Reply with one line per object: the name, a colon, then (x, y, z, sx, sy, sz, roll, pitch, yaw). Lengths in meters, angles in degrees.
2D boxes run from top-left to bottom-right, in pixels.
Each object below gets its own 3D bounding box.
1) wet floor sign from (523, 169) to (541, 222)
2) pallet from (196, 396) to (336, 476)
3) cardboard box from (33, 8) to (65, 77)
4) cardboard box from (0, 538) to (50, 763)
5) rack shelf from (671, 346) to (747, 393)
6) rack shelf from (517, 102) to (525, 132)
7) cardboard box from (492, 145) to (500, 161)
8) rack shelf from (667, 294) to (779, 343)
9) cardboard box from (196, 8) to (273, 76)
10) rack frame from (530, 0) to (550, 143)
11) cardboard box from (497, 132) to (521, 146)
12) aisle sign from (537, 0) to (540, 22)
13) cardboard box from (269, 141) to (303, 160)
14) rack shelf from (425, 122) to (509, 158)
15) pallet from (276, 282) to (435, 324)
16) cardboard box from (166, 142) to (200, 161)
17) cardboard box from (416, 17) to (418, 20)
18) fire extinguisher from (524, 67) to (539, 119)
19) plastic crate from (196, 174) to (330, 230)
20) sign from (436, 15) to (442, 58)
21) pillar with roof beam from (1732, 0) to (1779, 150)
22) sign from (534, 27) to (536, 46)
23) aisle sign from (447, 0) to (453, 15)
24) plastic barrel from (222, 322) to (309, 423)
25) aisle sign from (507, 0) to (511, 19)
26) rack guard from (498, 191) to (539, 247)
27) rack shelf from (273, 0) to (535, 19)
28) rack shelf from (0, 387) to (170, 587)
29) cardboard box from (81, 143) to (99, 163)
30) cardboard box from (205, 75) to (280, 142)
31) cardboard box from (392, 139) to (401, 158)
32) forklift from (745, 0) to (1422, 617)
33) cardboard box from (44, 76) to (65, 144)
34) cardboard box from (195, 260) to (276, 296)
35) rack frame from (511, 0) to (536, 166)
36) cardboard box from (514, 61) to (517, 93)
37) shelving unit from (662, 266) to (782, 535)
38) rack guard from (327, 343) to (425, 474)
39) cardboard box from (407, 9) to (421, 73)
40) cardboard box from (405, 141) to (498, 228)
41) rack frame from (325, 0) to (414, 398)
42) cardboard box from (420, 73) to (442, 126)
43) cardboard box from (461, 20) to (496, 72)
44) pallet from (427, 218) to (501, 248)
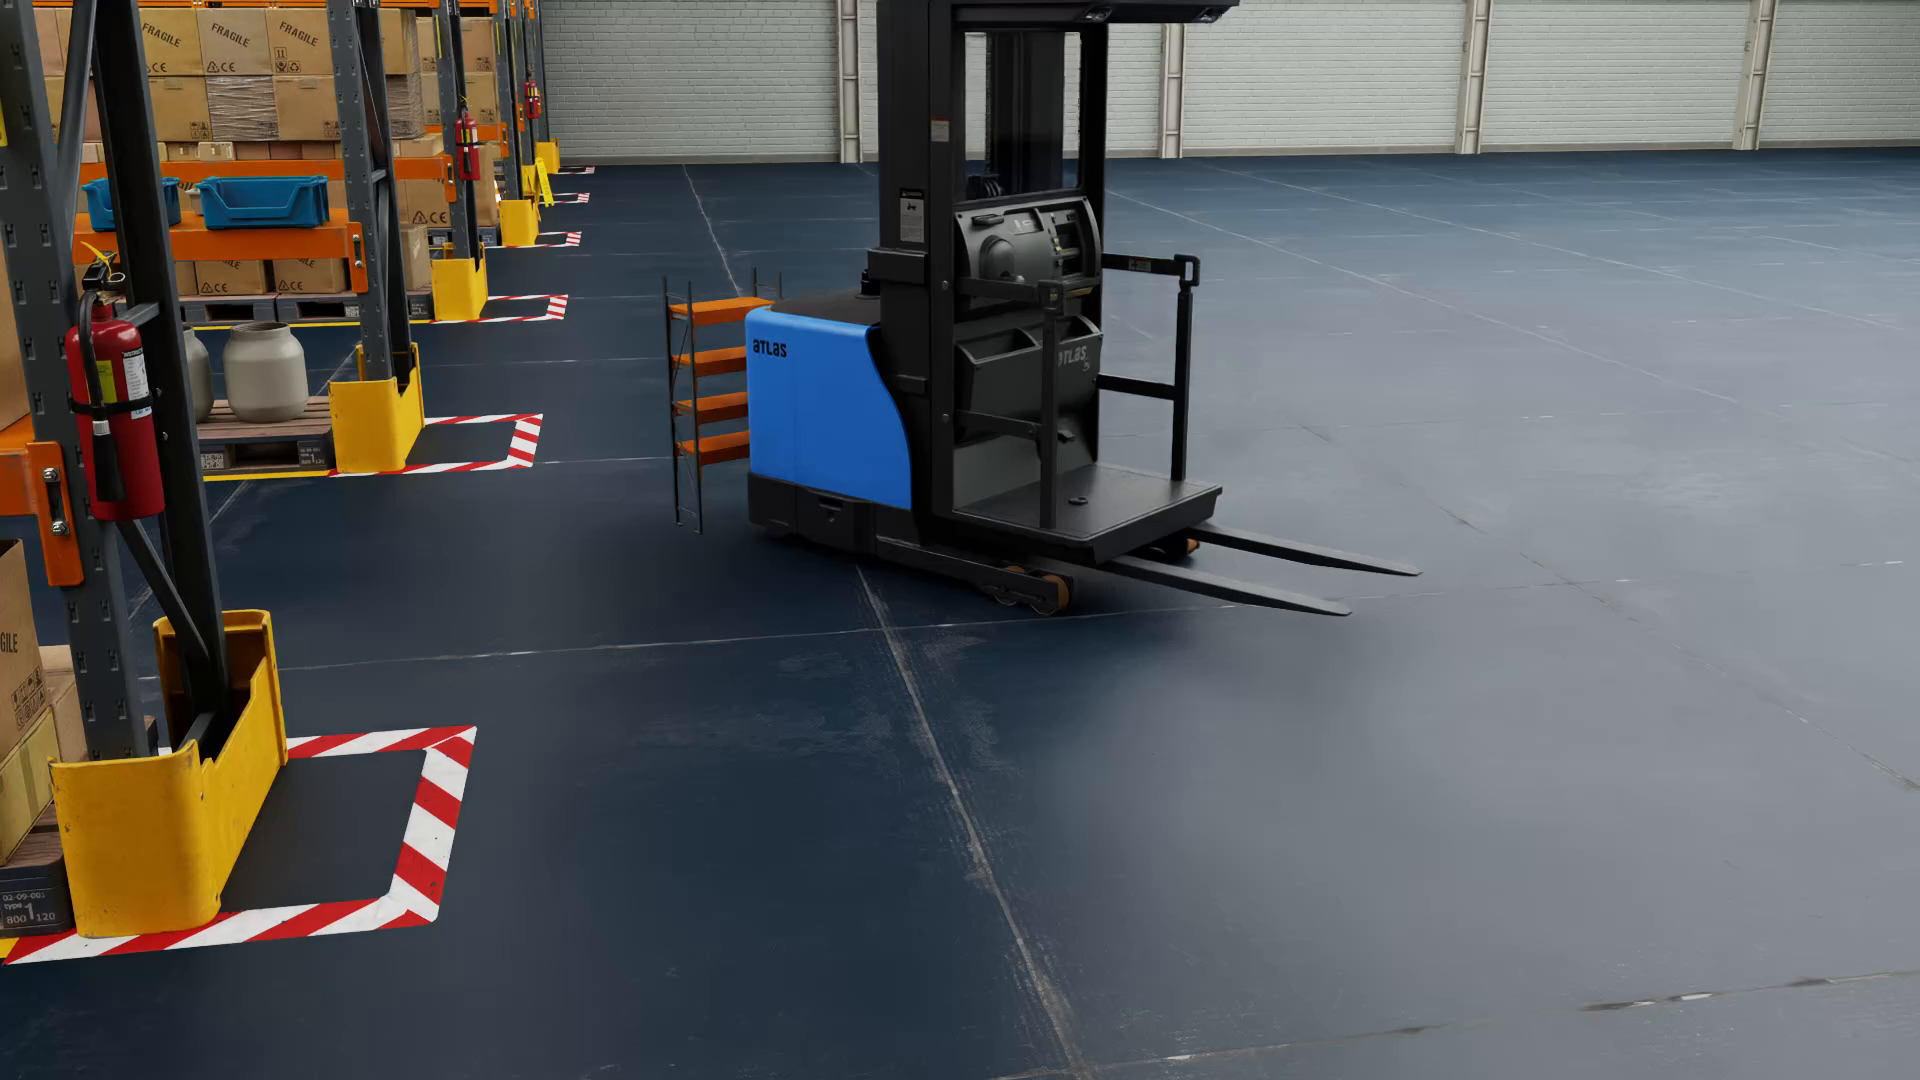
wet floor sign: (-5.370, -4.293, 20.691, 0.232, 0.644, 0.267, -6, 18, -20)
pallet: (-4.106, -0.589, 9.369, 1.213, 0.211, 1.003, -3, 17, -10)
cardboard box: (-7.128, -3.836, 12.813, 0.500, 0.500, 0.500, -3, 17, -10)
cardboard box: (-2.776, 0.316, 4.365, 0.500, 0.500, 0.500, -3, 17, -10)
rack shelf: (-1.113, -0.822, 7.912, 0.480, 0.148, 0.258, -13, 22, -37)
rack shelf: (-8.025, -5.812, 22.852, 4.000, 0.370, 1.077, -3, 17, -10)
cardboard box: (-7.898, -6.443, 27.646, 0.500, 0.250, 0.500, -3, 17, -10)
rack shelf: (-1.113, -1.048, 7.842, 0.480, 0.148, 0.258, -13, 22, -37)
cardboard box: (-5.656, -3.920, 13.087, 0.500, 0.500, 0.500, -3, 17, -10)
rack frame: (-7.007, -7.698, 27.767, 0.127, 3.000, 1.000, -3, 17, -10)
cardboard box: (-7.425, -6.707, 27.654, 0.500, 0.250, 0.500, -3, 17, -11)
aisle sign: (-6.887, -8.860, 27.122, 0.004, 0.787, 0.394, -3, 17, -10)
cardboard box: (-5.405, -3.161, 13.424, 0.250, 0.149, 0.380, -3, 17, -10)
rack shelf: (-6.987, -4.391, 18.225, 4.000, 0.370, 1.077, -3, 17, -10)
pallet: (-5.060, -2.039, 14.090, 1.213, 0.211, 1.003, -3, 17, -10)
cardboard box: (-6.134, -3.108, 13.249, 0.250, 0.149, 0.380, -3, 17, -10)
cardboard box: (-7.501, -6.760, 22.333, 0.500, 0.500, 0.700, -3, 17, -11)
fire extinguisher: (-5.862, -6.104, 22.709, 0.183, 0.674, 0.296, -3, 17, -10)
plastic crate: (-3.677, -1.798, 8.810, 0.616, 0.251, 0.499, -3, 17, -10)
sign: (-4.096, -3.954, 13.067, 0.005, 0.325, 0.100, -3, 17, -10)
pillar with roof beam: (16.520, -10.883, 27.918, 0.400, 9.000, 9.100, -3, 17, -10)
sign: (-6.917, -8.208, 27.051, 0.005, 0.325, 0.100, -3, 17, -10)
aisle sign: (-4.064, -4.571, 13.156, 0.004, 0.787, 0.394, -3, 17, -10)
plastic barrel: (-3.874, -0.936, 9.272, 0.421, 0.512, 0.421, 0, 17, 0)
aisle sign: (-5.010, -6.179, 18.394, 0.004, 0.787, 0.394, -3, 17, -10)
rack guard: (-5.000, -3.653, 18.853, 0.348, 0.500, 1.175, -3, 17, -10)
rack shelf: (-8.970, -8.677, 27.070, 4.000, 0.370, 1.077, -3, 17, -10)
rack shelf: (-4.270, -0.100, 4.253, 4.000, 0.370, 1.077, -3, 17, -10)
cardboard box: (-6.856, -3.044, 13.042, 0.250, 0.149, 0.380, -3, 17, -10)
cardboard box: (-5.694, -3.500, 13.422, 0.500, 0.500, 0.875, -3, 17, -10)
cardboard box: (-4.668, -3.202, 13.555, 0.250, 0.149, 0.380, -3, 17, -10)
forklift: (0.462, -1.266, 6.941, 3.031, 2.935, 1.130, 13, 22, 37)
cardboard box: (-7.158, -3.403, 13.105, 0.500, 0.500, 0.875, -3, 17, -10)
cardboard box: (-5.996, -2.314, 13.780, 0.500, 0.500, 0.500, -2, 17, -5)
rack frame: (-6.061, -6.268, 23.109, 0.127, 3.000, 1.000, -3, 17, -10)
cardboard box: (-7.440, -7.643, 27.417, 0.500, 0.500, 0.500, -4, 17, -12)
shelving unit: (-1.113, -0.672, 7.958, 0.503, 1.200, 0.258, -13, 22, -37)
rack guard: (-3.308, -0.770, 9.468, 0.348, 0.500, 1.175, -3, 17, -10)
cardboard box: (-4.773, -4.127, 13.759, 0.500, 0.500, 0.500, -3, 17, -10)
cardboard box: (-5.676, -3.975, 18.547, 0.875, 0.875, 0.875, -3, 17, -10)
rack frame: (-3.242, -1.983, 9.159, 0.127, 3.000, 1.000, -3, 17, -10)
cardboard box: (-5.915, -4.847, 18.230, 0.550, 0.550, 0.875, -3, 17, -10)
cardboard box: (-5.395, -5.425, 18.270, 0.550, 0.550, 0.875, -3, 17, -10)
pallet: (-5.793, -3.446, 18.673, 1.213, 0.211, 1.003, -3, 17, -10)
